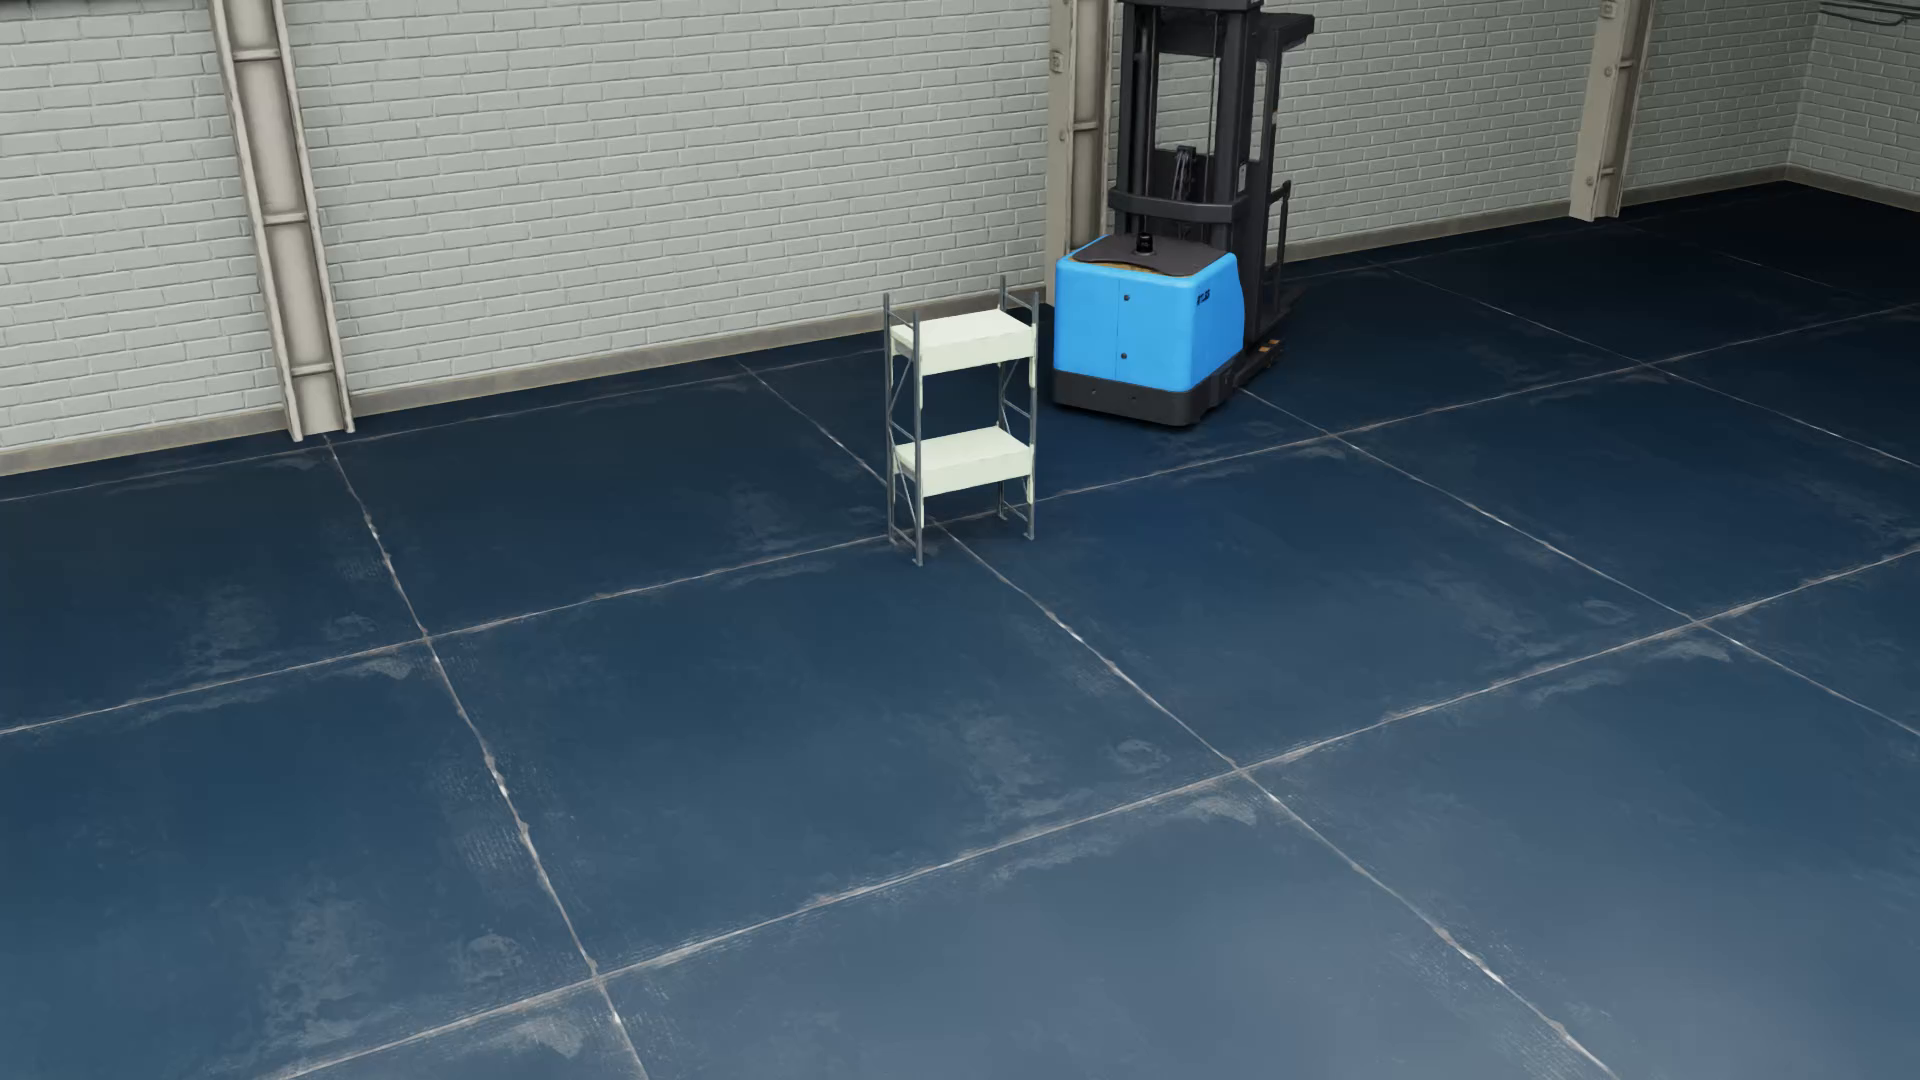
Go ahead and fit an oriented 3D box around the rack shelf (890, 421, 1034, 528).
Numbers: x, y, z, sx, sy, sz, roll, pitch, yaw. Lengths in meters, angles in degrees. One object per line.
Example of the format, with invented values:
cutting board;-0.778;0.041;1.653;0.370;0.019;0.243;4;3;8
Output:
rack shelf;0.006;-0.384;9.569;0.720;0.370;0.431;-13;29;-25

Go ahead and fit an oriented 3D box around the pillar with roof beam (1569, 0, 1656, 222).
pillar with roof beam;8.267;-5.610;11.038;0.400;9.000;9.100;-13;29;-25

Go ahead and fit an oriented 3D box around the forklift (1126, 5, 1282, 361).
forklift;1.802;-2.686;11.957;1.121;2.935;3.031;14;29;27

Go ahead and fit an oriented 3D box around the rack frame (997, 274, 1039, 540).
rack frame;0.329;-0.752;9.583;0.023;1.500;0.400;-13;29;-25

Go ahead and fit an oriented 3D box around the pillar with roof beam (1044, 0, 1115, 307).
pillar with roof beam;2.973;-4.388;8.493;0.400;9.000;9.100;-13;29;-25

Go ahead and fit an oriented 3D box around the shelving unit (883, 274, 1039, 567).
shelving unit;0.006;-0.677;9.428;0.755;1.500;0.431;-13;29;-25

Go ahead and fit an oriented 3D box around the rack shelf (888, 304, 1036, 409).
rack shelf;0.006;-1.029;9.259;0.720;0.370;0.431;-13;29;-25

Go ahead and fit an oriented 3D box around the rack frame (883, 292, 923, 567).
rack frame;-0.317;-0.603;9.273;0.023;1.500;0.400;-13;29;-25
